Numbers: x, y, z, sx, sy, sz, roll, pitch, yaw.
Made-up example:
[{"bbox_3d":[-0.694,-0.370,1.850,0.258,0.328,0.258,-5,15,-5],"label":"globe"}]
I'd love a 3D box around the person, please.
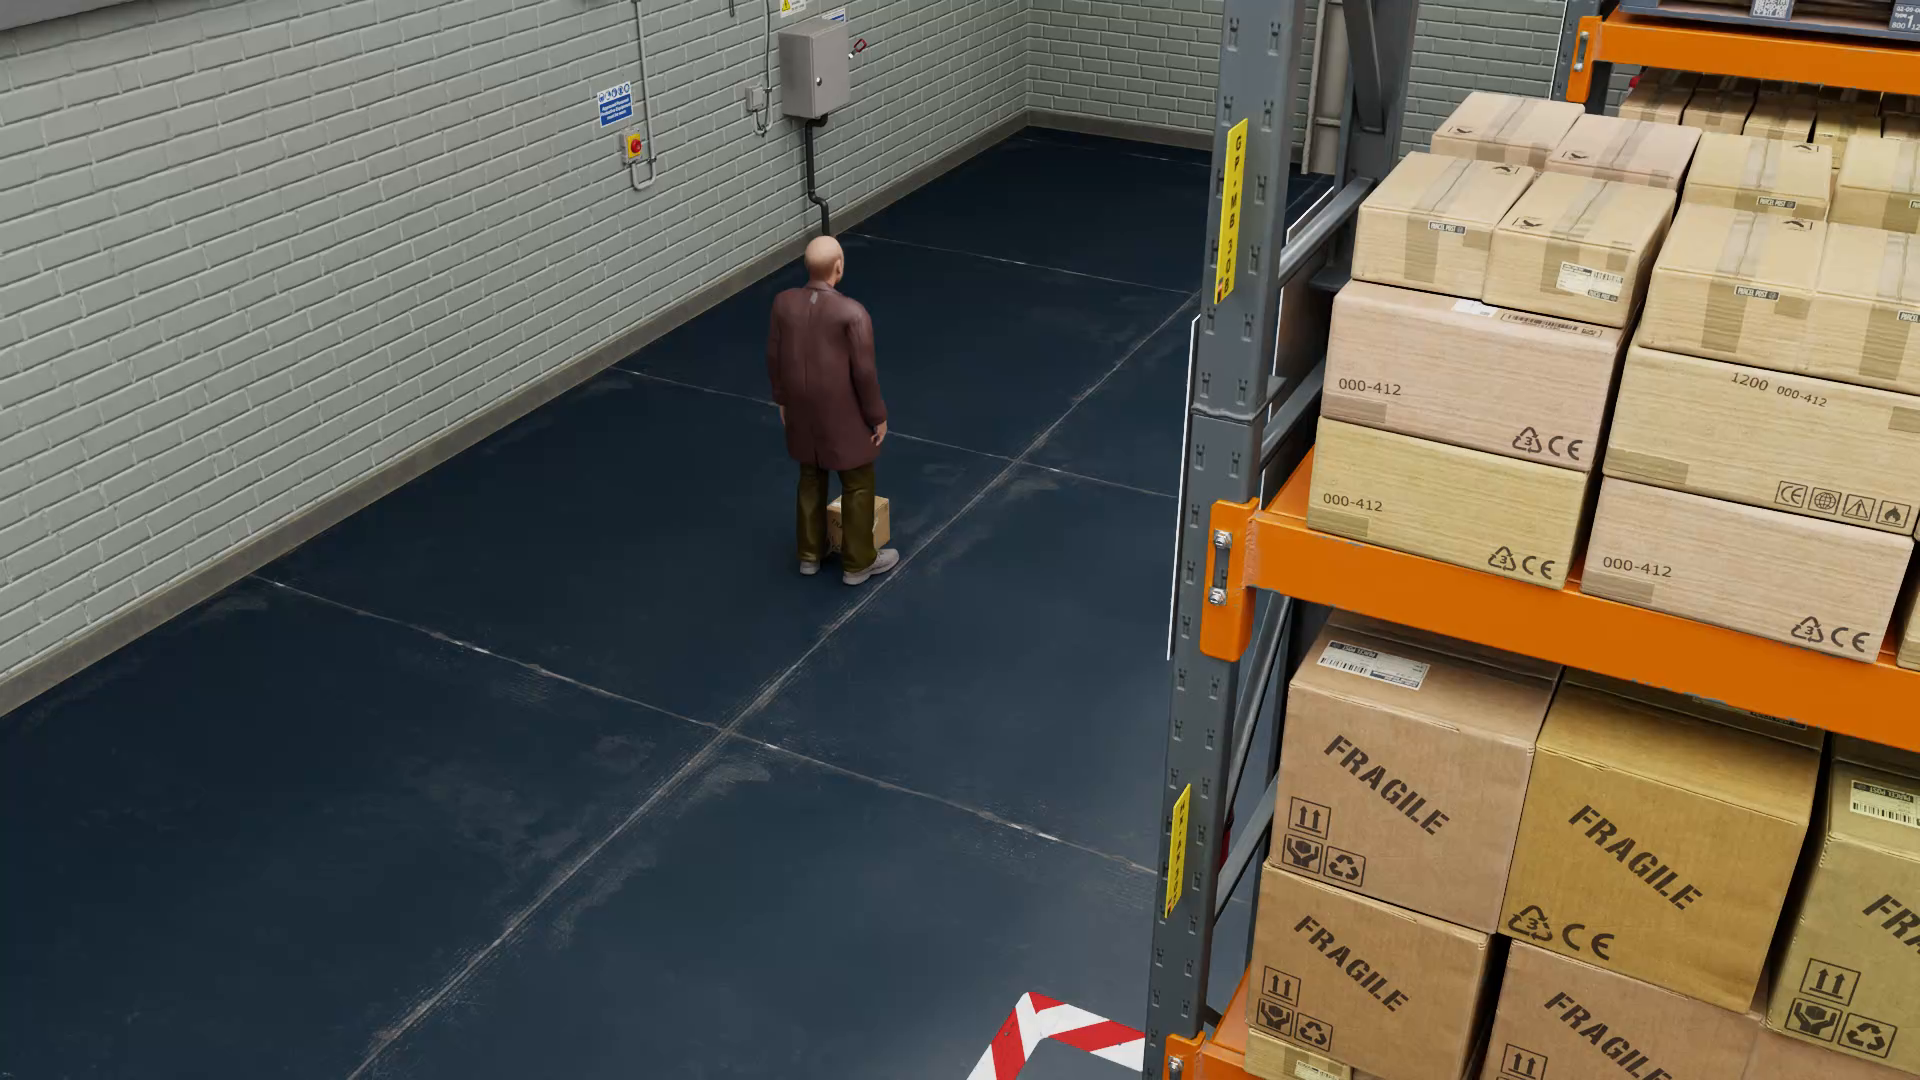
[{"bbox_3d":[-0.651,-0.636,8.261,0.644,1.774,0.420,14,33,23],"label":"person"}]
